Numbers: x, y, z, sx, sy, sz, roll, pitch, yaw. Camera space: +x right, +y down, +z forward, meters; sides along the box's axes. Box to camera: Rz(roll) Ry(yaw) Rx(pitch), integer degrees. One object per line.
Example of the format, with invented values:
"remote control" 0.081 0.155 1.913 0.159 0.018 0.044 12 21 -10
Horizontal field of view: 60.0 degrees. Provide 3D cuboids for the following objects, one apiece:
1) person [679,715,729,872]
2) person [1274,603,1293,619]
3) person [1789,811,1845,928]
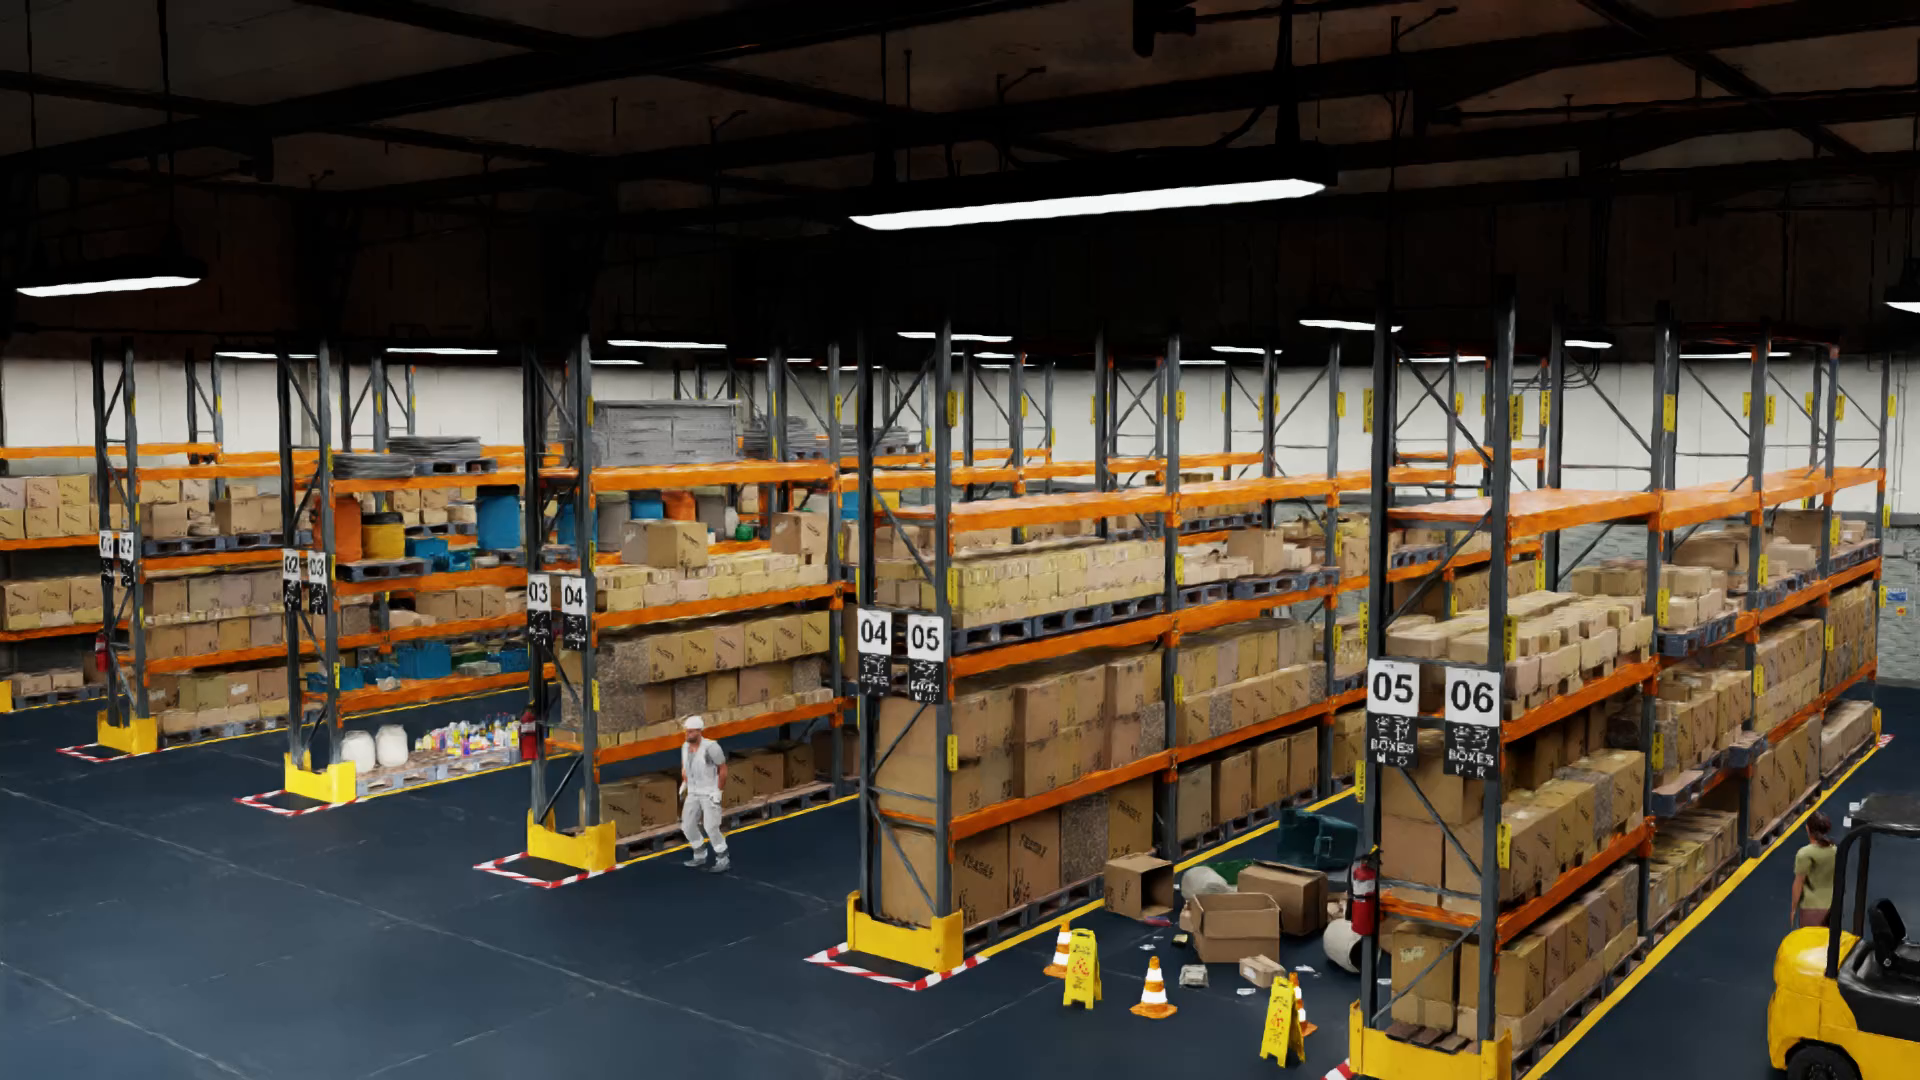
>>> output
"person" -2.791 2.741 17.990 0.677 1.742 0.552 4 6 35
"person" 6.912 1.236 35.179 0.583 1.744 0.599 -1 5 -16
"person" 7.172 3.099 13.997 0.560 1.668 0.569 -2 5 -21
